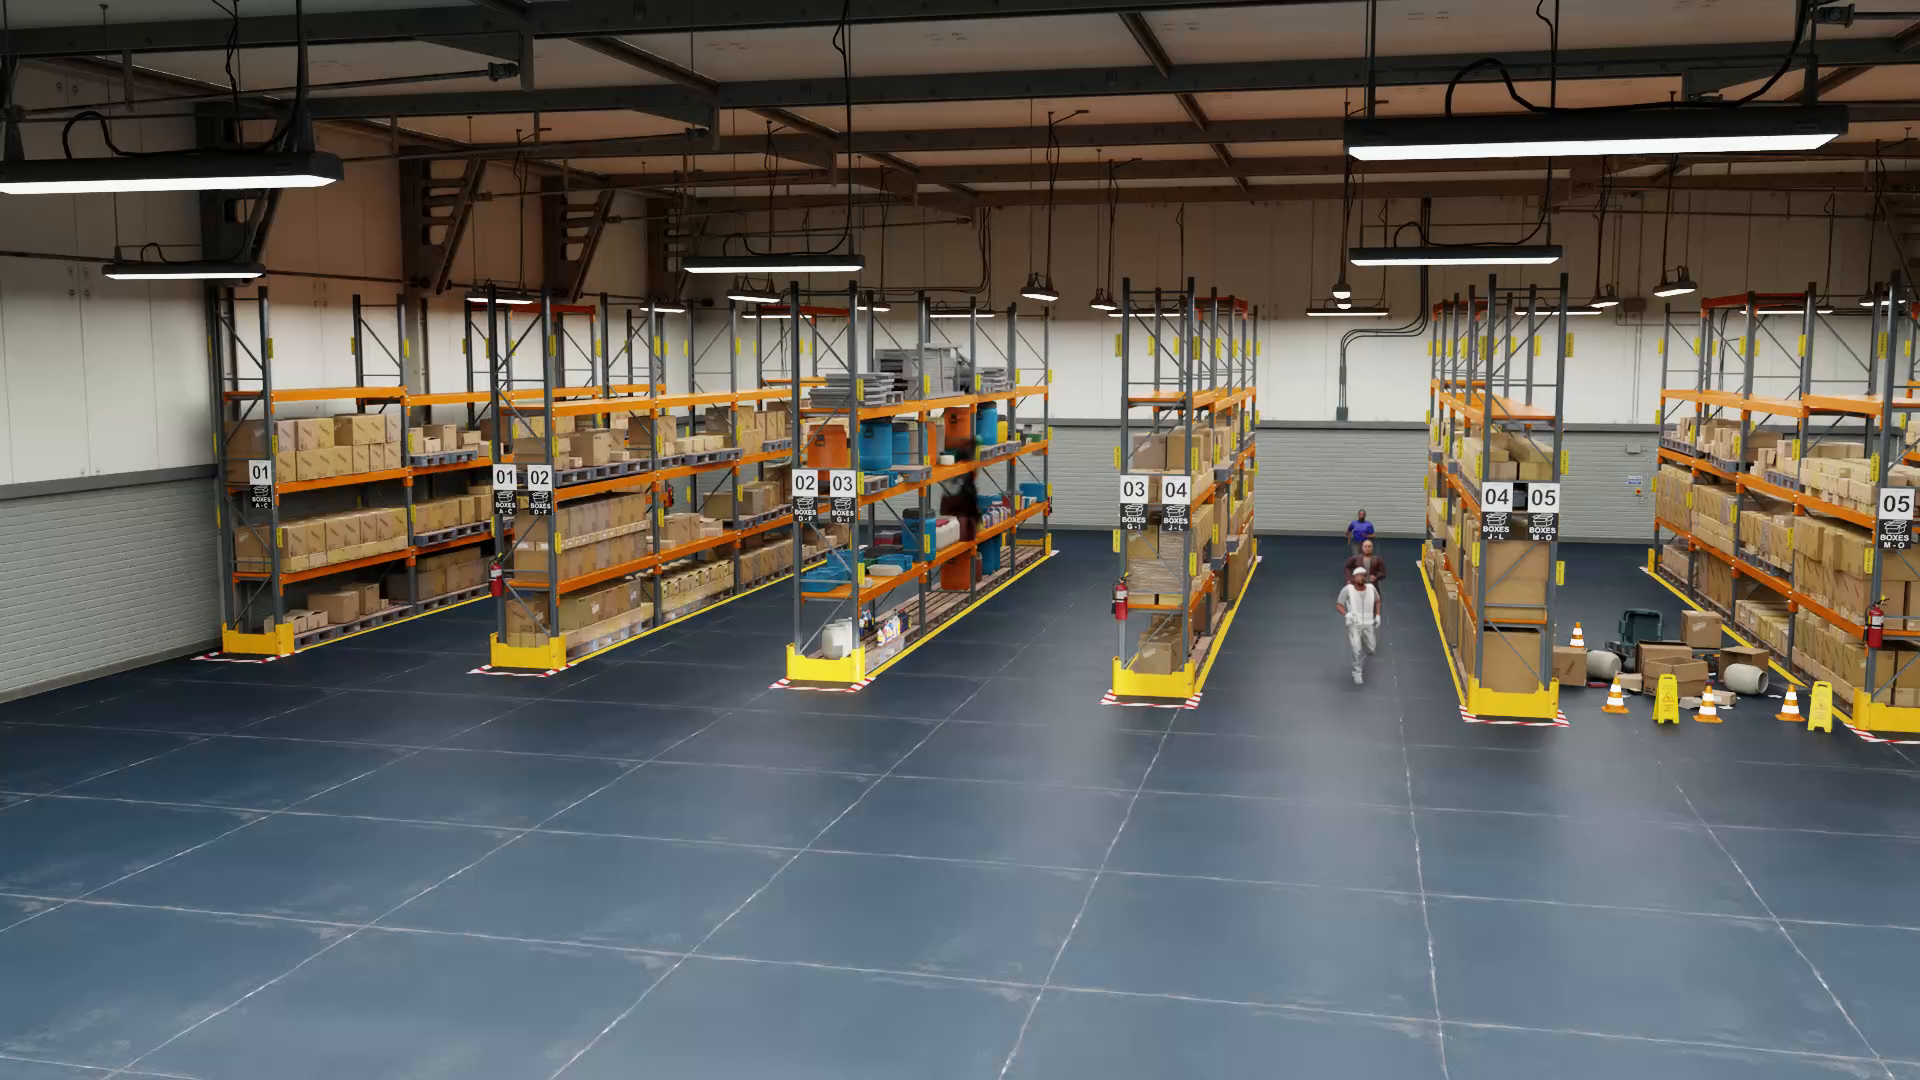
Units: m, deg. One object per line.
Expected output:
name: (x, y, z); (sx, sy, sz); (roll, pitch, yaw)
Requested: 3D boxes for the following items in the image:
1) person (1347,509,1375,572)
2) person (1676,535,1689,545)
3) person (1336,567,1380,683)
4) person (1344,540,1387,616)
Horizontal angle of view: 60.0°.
person: (8.344, 0.235, 34.640); (0.570, 1.556, 0.929); (1, 7, 11)
person: (16.865, -0.233, 38.399); (0.658, 1.723, 0.849); (4, 8, 34)
person: (6.025, 1.270, 25.103); (0.718, 1.739, 0.627); (-1, 7, -6)
person: (6.869, 0.895, 28.168); (0.683, 1.783, 0.748); (1, 7, 7)
